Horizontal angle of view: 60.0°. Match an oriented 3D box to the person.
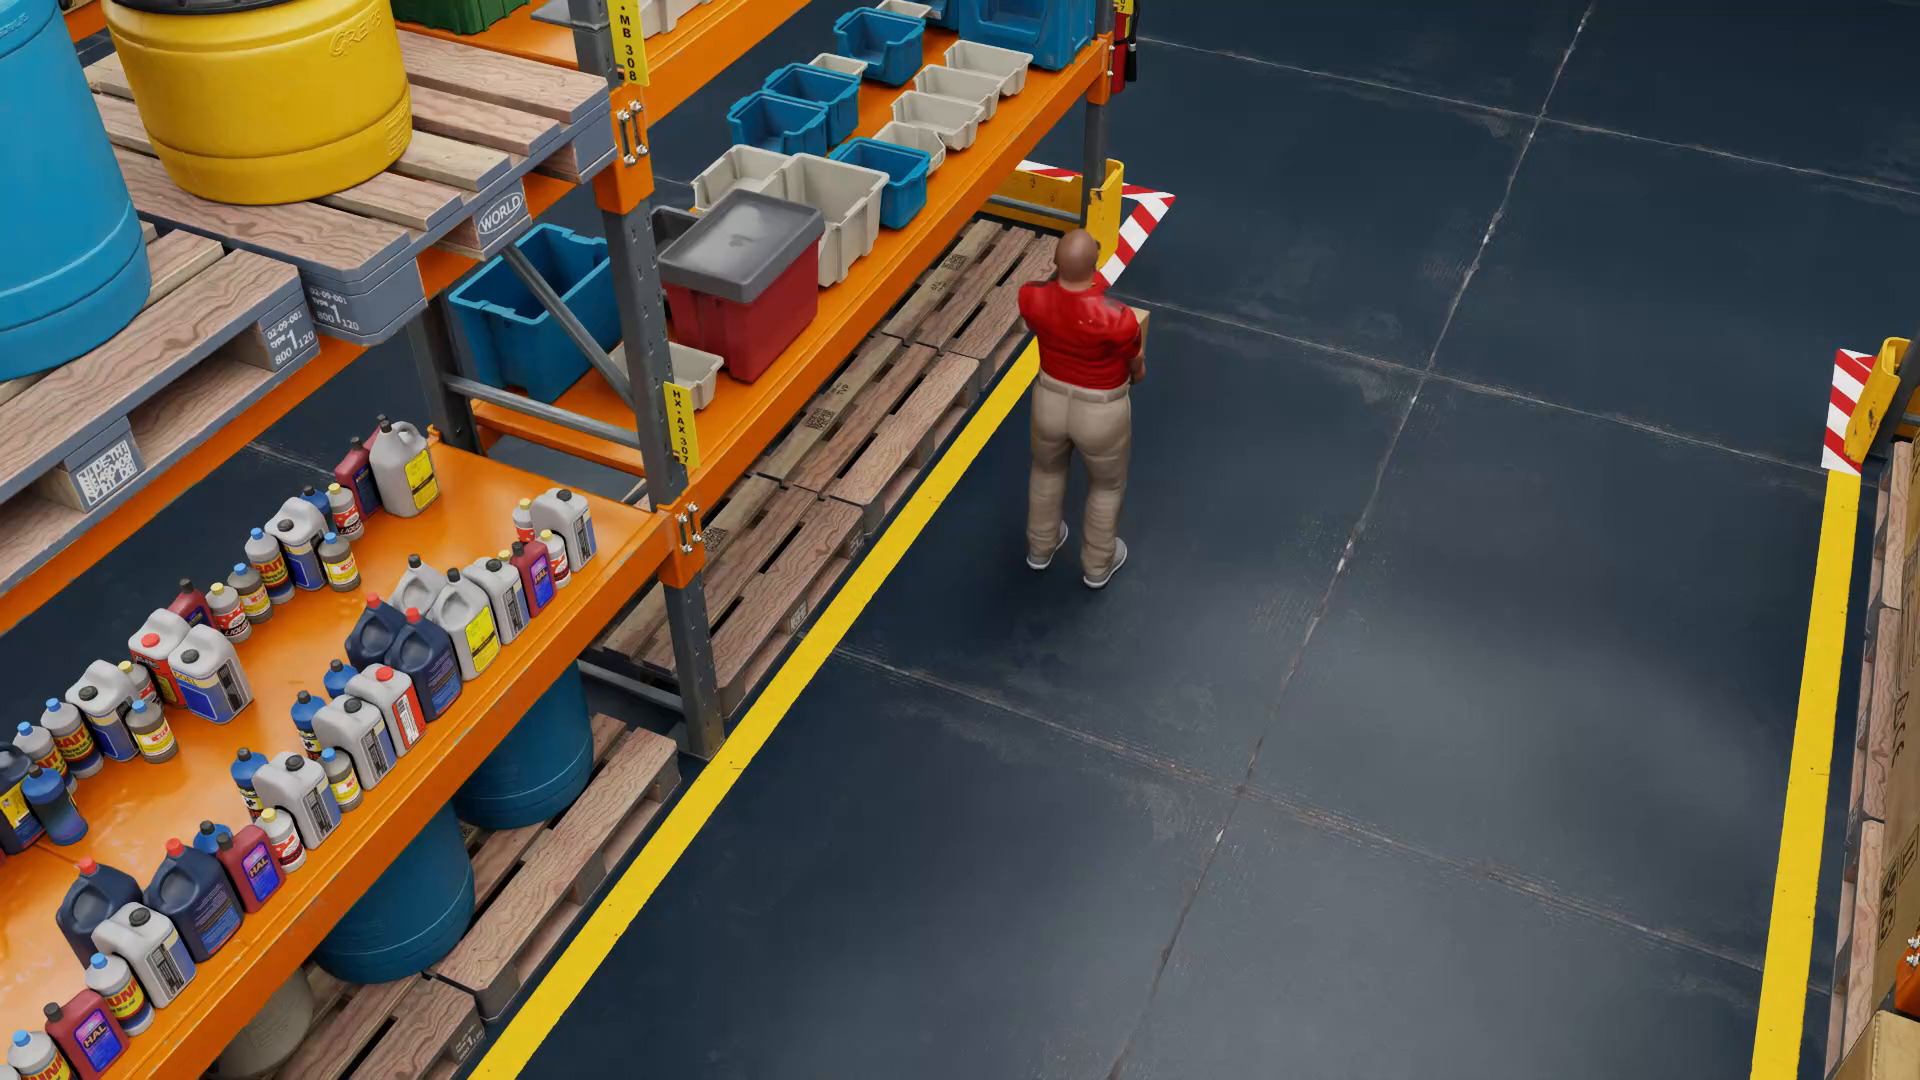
[{"bbox_3d":[0.479,-0.554,6.791,0.606,1.726,0.392,15,44,16],"label":"person"}]
